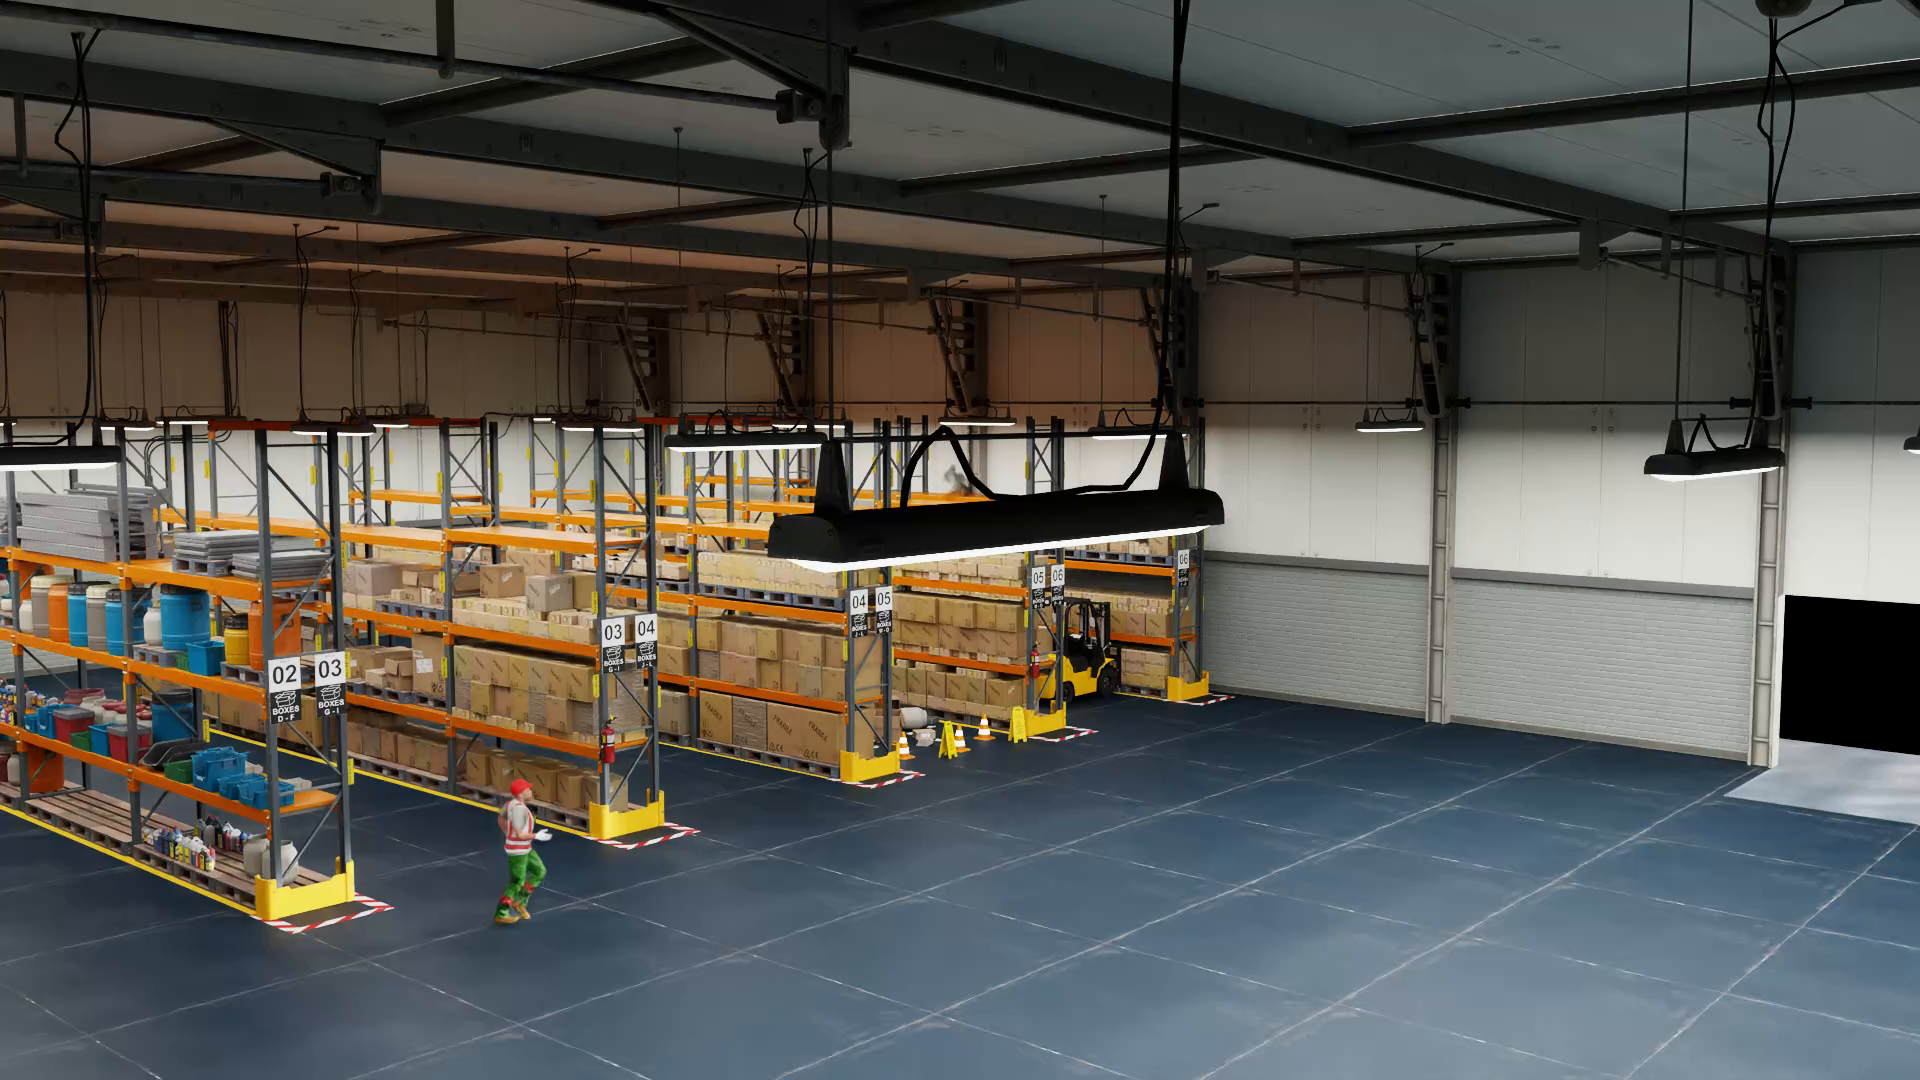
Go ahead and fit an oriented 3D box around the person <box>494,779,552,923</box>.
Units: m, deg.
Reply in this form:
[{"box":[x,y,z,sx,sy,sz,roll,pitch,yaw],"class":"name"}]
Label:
[{"box":[-5.298,3.771,20.145,0.713,1.780,0.627,-1,5,-12],"class":"person"}]
